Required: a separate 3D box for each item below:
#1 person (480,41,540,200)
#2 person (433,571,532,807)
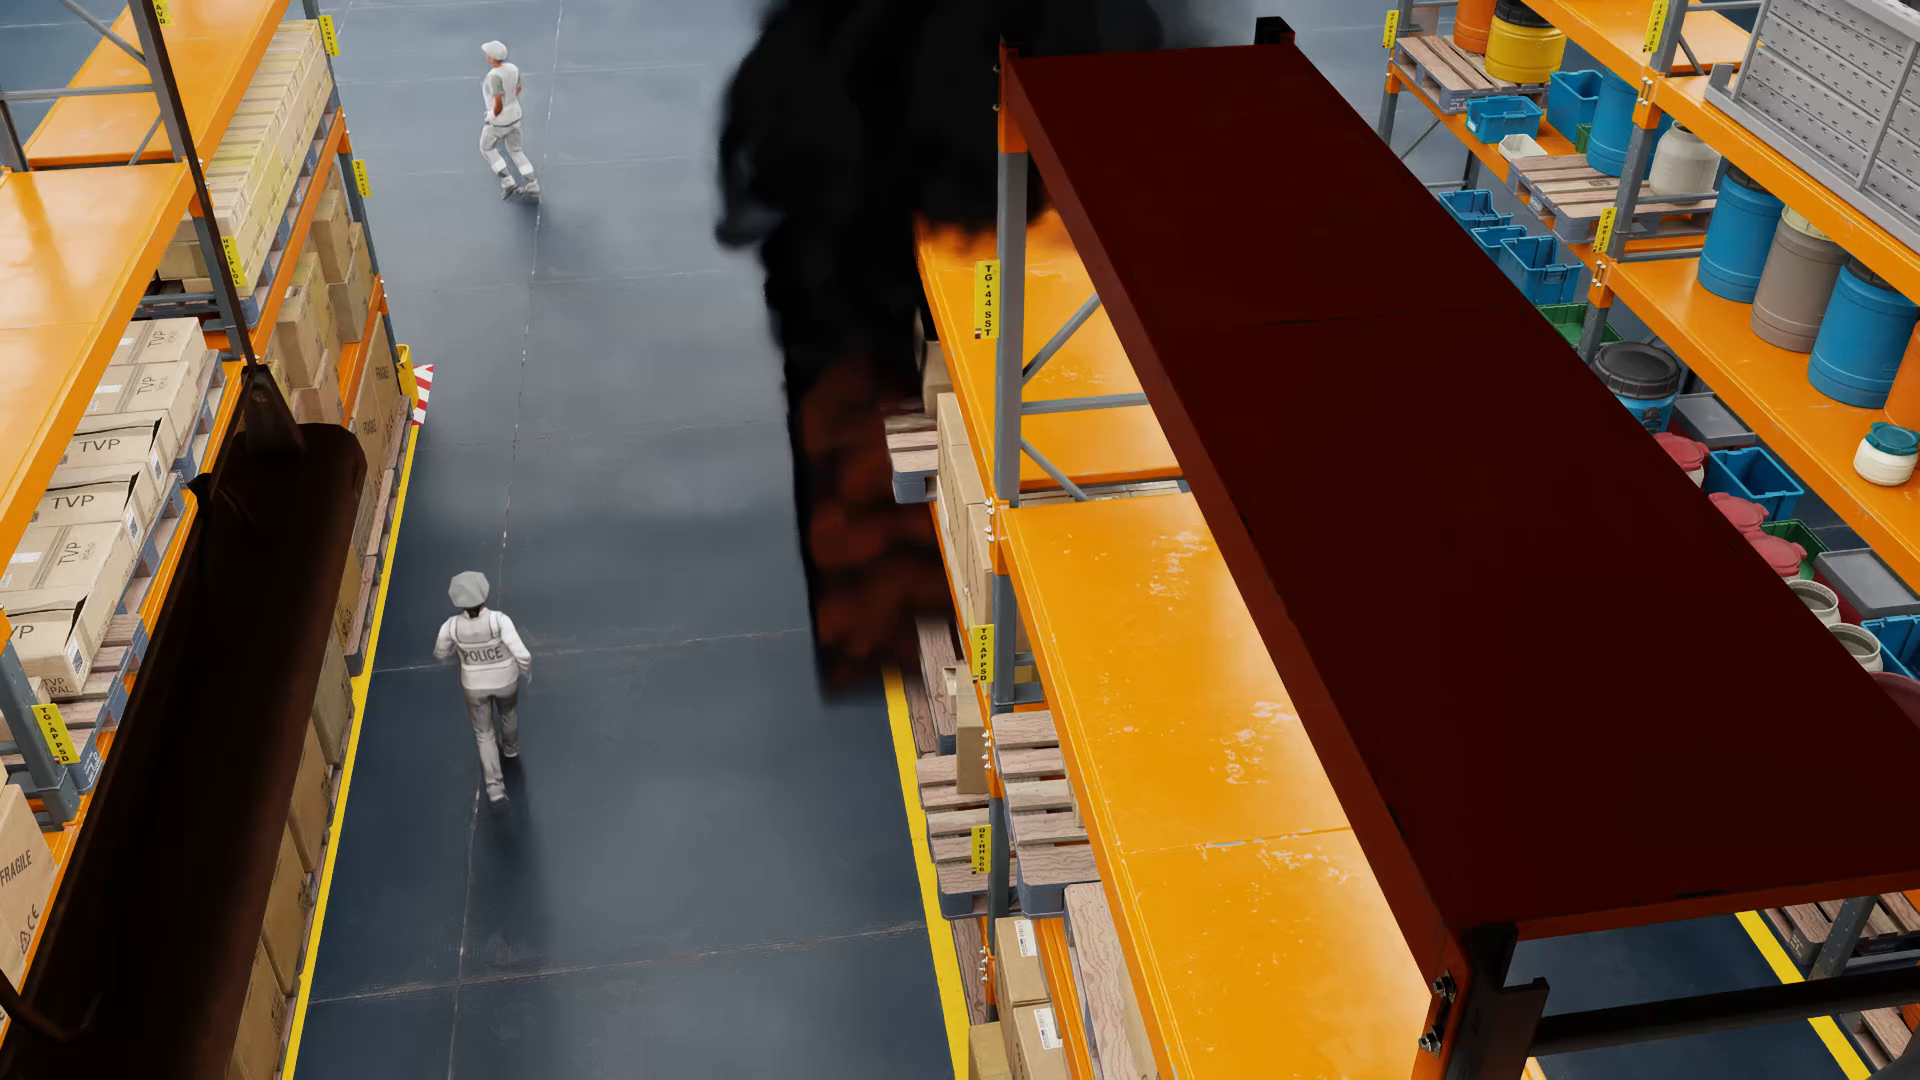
[{"bbox_3d":[-5.009,-4.569,18.176,0.681,1.809,0.635,18,40,23],"label":"person"},{"bbox_3d":[-3.037,0.930,10.726,0.612,1.677,0.900,-8,37,-11],"label":"person"}]
